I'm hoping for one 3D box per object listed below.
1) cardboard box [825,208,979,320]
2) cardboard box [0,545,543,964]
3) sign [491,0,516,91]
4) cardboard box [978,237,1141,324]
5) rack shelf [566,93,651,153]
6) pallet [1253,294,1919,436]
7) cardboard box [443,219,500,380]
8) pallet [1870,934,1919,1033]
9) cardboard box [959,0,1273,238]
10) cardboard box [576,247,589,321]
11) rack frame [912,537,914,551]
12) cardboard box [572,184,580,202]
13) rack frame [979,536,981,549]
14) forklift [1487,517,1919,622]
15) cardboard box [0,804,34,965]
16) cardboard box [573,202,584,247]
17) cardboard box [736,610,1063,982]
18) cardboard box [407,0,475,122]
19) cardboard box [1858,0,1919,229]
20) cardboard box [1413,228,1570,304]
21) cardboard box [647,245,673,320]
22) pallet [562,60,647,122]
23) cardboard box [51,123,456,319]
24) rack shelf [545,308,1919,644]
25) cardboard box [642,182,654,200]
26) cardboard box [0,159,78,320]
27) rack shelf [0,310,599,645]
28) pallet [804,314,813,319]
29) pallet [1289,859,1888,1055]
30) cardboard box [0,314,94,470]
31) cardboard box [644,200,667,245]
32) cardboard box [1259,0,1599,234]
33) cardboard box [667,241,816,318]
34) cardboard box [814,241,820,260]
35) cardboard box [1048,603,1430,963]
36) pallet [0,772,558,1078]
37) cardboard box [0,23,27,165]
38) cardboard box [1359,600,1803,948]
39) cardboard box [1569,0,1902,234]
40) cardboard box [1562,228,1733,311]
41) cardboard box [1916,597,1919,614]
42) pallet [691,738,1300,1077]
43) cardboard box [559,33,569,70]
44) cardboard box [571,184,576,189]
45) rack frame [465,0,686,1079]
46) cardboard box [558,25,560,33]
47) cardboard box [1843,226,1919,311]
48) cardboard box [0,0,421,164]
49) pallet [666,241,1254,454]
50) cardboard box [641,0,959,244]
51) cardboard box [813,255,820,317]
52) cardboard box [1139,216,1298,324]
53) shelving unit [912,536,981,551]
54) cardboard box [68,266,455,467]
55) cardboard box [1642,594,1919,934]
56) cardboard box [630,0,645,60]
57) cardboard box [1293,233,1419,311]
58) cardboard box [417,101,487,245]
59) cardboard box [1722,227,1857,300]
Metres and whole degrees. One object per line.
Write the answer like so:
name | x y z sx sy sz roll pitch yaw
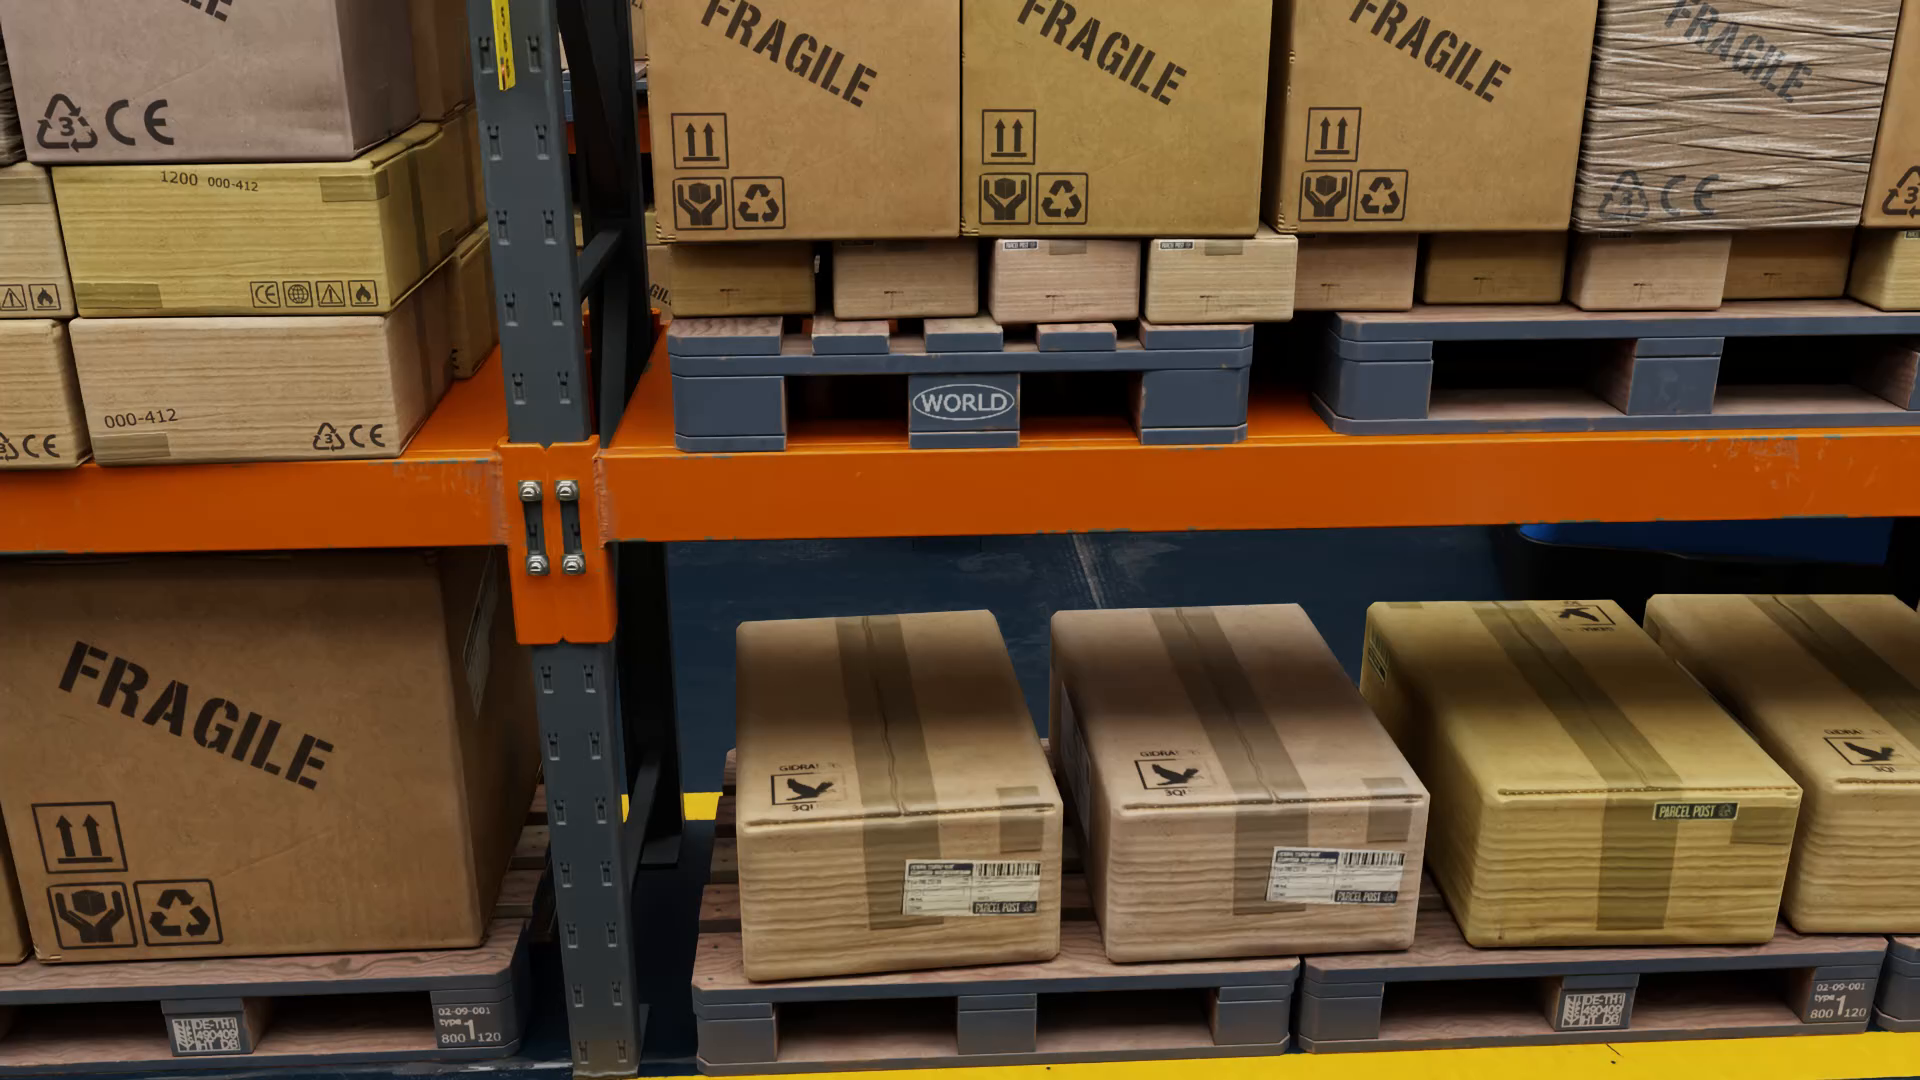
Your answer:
cardboard box | -0.114 -0.520 3.033 0.250 0.149 0.380 -2 21 -6
cardboard box | -1.428 0.275 3.579 0.875 0.875 0.875 -1 21 -4
sign | -0.698 -0.850 2.512 0.005 0.325 0.100 -1 21 -3
cardboard box | 0.162 -0.509 3.005 0.250 0.149 0.380 -3 21 -7
rack shelf | -3.017 -1.893 7.888 4.000 0.370 1.077 -1 21 -3
pallet | 1.241 -0.472 3.413 1.213 0.211 1.003 -1 21 -3
cardboard box | -1.236 -0.516 3.471 0.500 0.250 0.500 -2 21 -4
pallet | 2.483 0.732 3.902 1.213 0.211 1.003 -1 21 -3
cardboard box | 0.249 -0.828 2.932 0.500 0.500 0.500 0 21 0
cardboard box | -1.930 -1.206 7.996 0.500 0.500 0.500 -1 21 -4
rack frame | -0.175 -0.487 5.925 0.008 1.050 0.200 -1 21 -3
cardboard box | -1.825 -1.705 8.395 0.250 0.149 0.380 -1 21 -1
rack frame | 0.068 -0.492 5.938 0.008 1.050 0.200 -1 21 -3
forklift | 3.348 -1.149 5.020 3.031 2.935 1.130 4 21 10
cardboard box | -2.318 0.291 3.536 0.875 0.875 0.875 -1 21 -2
cardboard box | -1.770 -1.484 7.815 0.250 0.149 0.380 -2 21 -6
cardboard box | -0.169 0.517 3.649 0.625 0.372 0.950 -3 21 -7
cardboard box | -1.240 -1.097 3.241 0.500 0.500 0.500 -2 21 -5
cardboard box | 1.802 -0.860 3.015 0.500 0.500 0.500 0 21 -1
cardboard box | 0.954 -0.559 3.137 0.250 0.149 0.380 0 21 -1
cardboard box | -1.430 -1.213 8.013 0.500 0.500 0.500 -1 21 -1
pallet | -1.693 -2.141 7.799 1.003 0.211 1.213 -1 21 -3
cardboard box | -1.202 -0.570 2.910 0.500 0.250 0.500 -1 21 -3
rack shelf | 1.264 -0.211 3.470 4.000 0.370 1.077 -1 21 -3
cardboard box | -1.559 -1.701 8.384 0.250 0.149 0.380 0 21 0
cardboard box | -1.714 -0.558 2.879 0.500 0.250 0.500 -2 21 -4
rack shelf | -2.730 -0.130 3.257 4.000 0.370 1.077 -1 21 -3
pallet | -0.196 -0.969 8.370 1.213 0.211 1.003 -1 21 -3
pallet | 1.262 0.758 3.834 1.213 0.211 1.003 -1 21 -3
cardboard box | -1.732 -0.318 2.951 0.500 0.250 0.500 -1 21 -2
cardboard box | -1.499 -1.501 7.858 0.250 0.149 0.380 -2 21 -6
cardboard box | 0.779 -0.842 2.967 0.500 0.500 0.500 -1 21 -2
cardboard box | -0.398 -0.526 3.049 0.250 0.149 0.380 -2 21 -6
cardboard box | -0.419 -0.675 3.442 0.250 0.149 0.380 0 21 -1
cardboard box | 0.568 0.500 3.696 0.625 0.372 0.950 -2 21 -4
pallet | -1.525 0.786 3.760 1.213 0.211 1.003 -1 21 -3
cardboard box | -1.746 -0.904 2.733 0.500 0.500 0.500 -1 21 -2
cardboard box | 1.325 0.486 3.731 0.625 0.372 0.950 0 21 -1
cardboard box | 1.279 -0.849 2.986 0.500 0.500 0.500 -2 21 -5
cardboard box | 1.218 -0.541 3.090 0.250 0.149 0.380 -1 21 -1
cardboard box | 2.737 0.456 3.811 0.625 0.372 0.950 -1 21 -2
pallet | 0.047 0.781 3.772 1.213 0.211 1.003 -1 21 -3
cardboard box | -1.654 -2.199 7.443 0.250 0.149 0.380 -1 21 -2
cardboard box | -2.069 -1.672 8.307 0.250 0.149 0.380 -1 21 -2
rack frame | -0.733 -0.506 3.235 0.127 3.000 1.000 -1 21 -3
cardboard box | -2.055 -2.259 7.460 0.500 0.250 0.500 -2 21 -6
cardboard box | 1.743 -0.542 3.093 0.250 0.149 0.380 -1 21 -3
cardboard box | -1.234 -0.917 2.768 0.500 0.500 0.500 -2 21 -5
pallet | -0.028 -0.469 3.407 1.003 0.211 1.213 -1 21 -3
cardboard box | -0.271 -0.815 2.898 0.500 0.500 0.500 -2 21 -5
cardboard box | -0.397 -1.364 8.235 0.625 0.625 0.875 -1 21 -1
cardboard box | 0.438 -0.507 3.000 0.250 0.149 0.380 -1 21 -3
shelving unit | -0.053 -0.490 5.931 0.252 1.050 0.215 -1 21 -3
cardboard box | -1.223 -0.334 2.993 0.500 0.250 0.500 -2 21 -5
cardboard box | 2.019 0.472 3.770 0.625 0.372 0.950 0 21 0
cardboard box | -1.543 -2.558 7.892 0.500 0.500 0.500 0 21 -1
cardboard box | 0.674 -0.540 3.086 0.250 0.149 0.380 0 21 0
cardboard box | -1.253 -0.747 3.376 0.500 0.250 0.500 -1 21 -3
cardboard box | 1.474 -0.574 3.175 0.250 0.149 0.380 -2 21 -5
